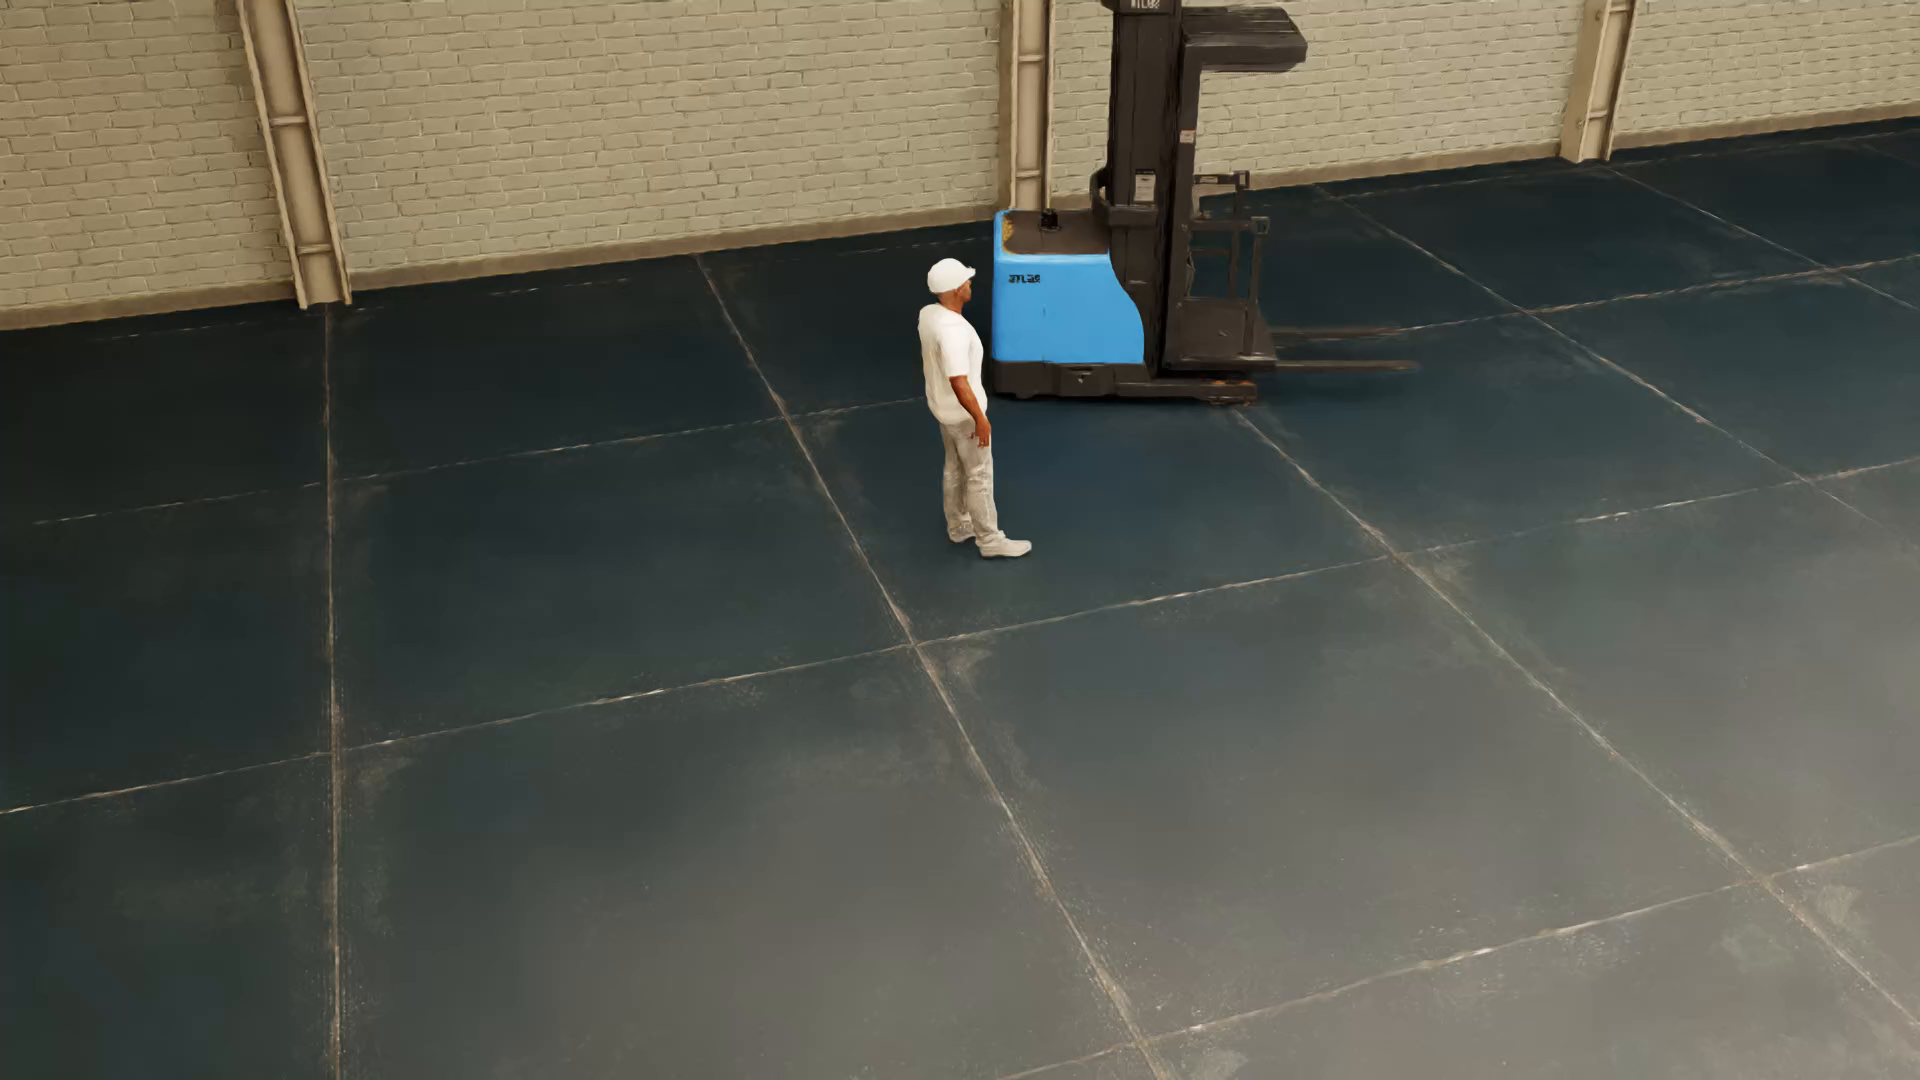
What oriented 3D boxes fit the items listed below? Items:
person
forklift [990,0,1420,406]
[{"bbox_3d":[0.068,-0.780,9.597,0.576,1.766,0.665,-10,31,-16],"label":"person"},{"bbox_3d":[1.735,-2.483,11.402,3.031,2.935,1.130,1,30,1],"label":"forklift"}]
